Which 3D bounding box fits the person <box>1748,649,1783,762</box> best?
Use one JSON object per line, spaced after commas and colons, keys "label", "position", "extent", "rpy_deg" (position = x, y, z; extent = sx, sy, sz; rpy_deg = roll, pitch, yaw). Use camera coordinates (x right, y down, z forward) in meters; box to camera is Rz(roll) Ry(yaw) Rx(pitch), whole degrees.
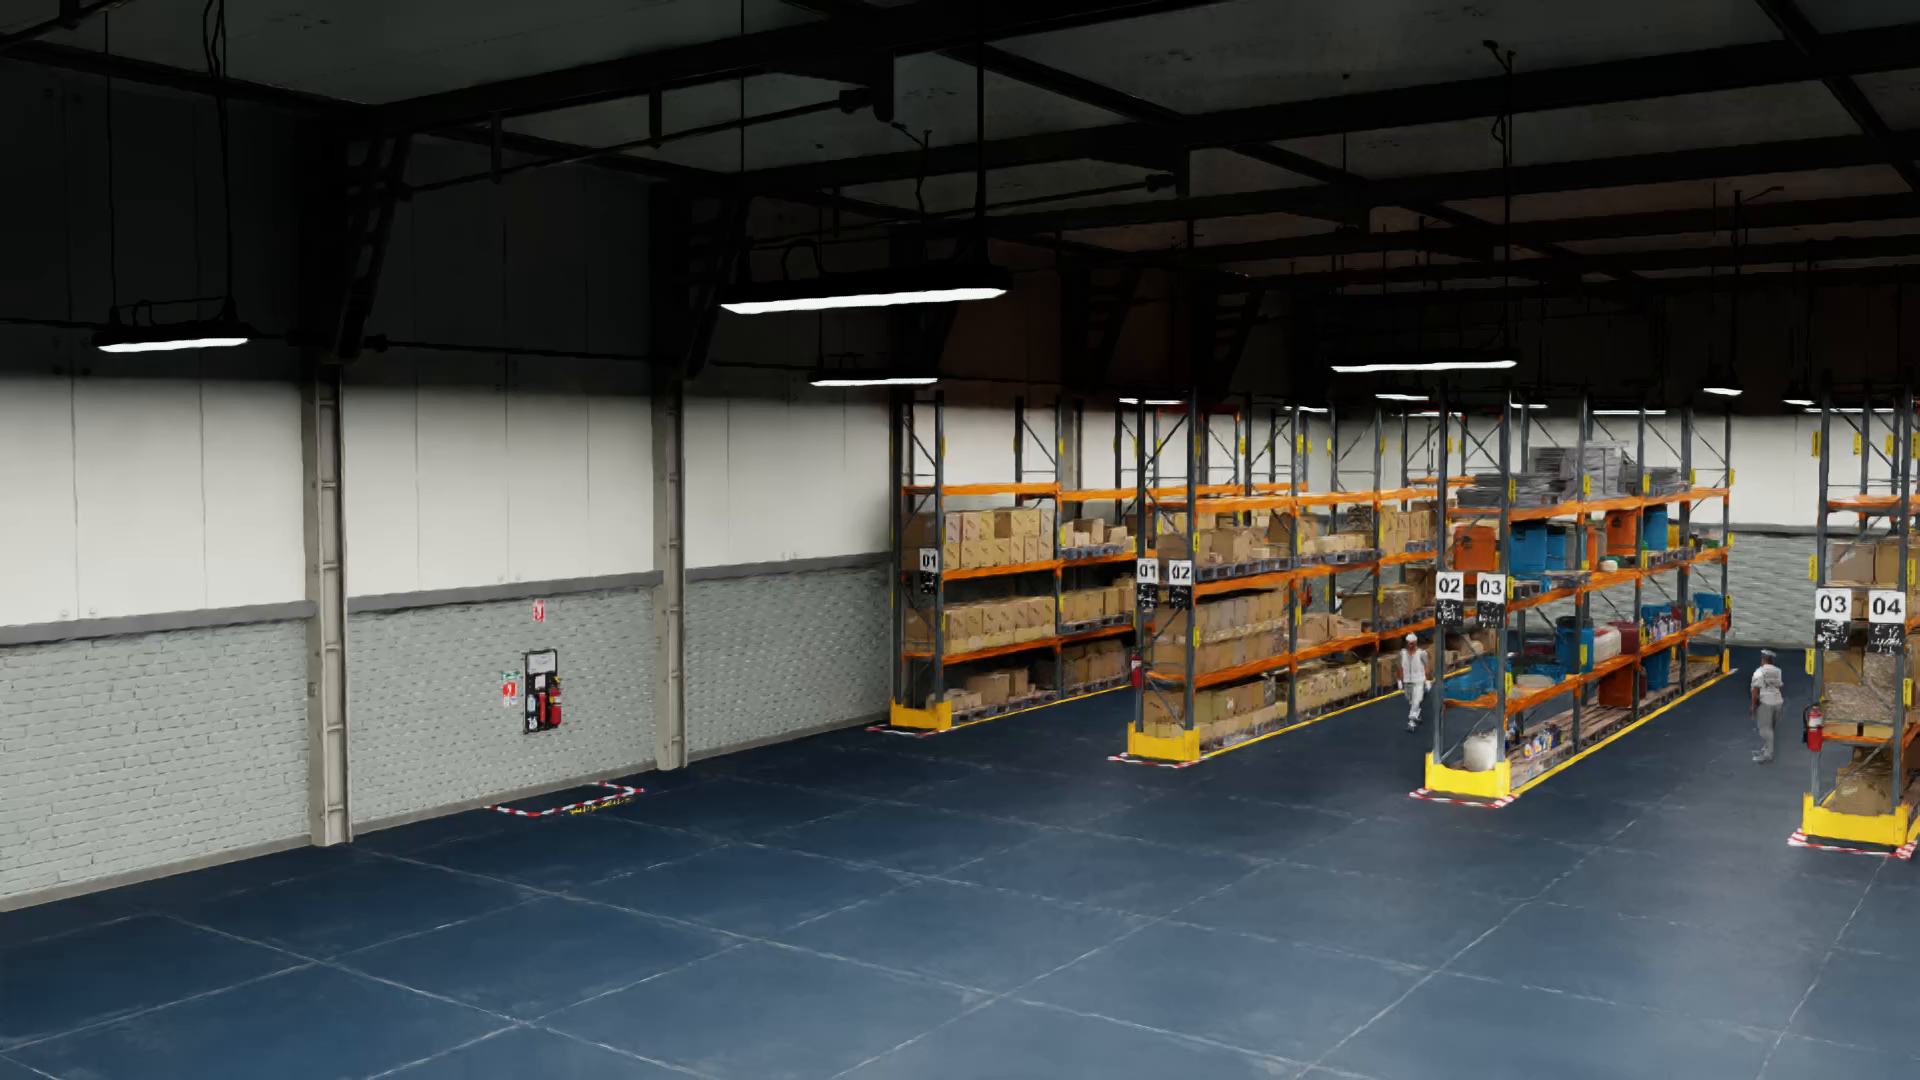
{"label": "person", "position": [12.825, 2.620, 26.502], "extent": [0.636, 1.748, 0.582], "rpy_deg": [-2, 4, -28]}

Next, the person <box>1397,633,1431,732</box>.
{"label": "person", "position": [7.955, 2.485, 29.273], "extent": [0.553, 1.709, 1.123], "rpy_deg": [2, 4, 37]}

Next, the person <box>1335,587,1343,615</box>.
{"label": "person", "position": [9.249, 1.933, 40.431], "extent": [0.625, 1.607, 0.582], "rpy_deg": [2, 4, 33]}
